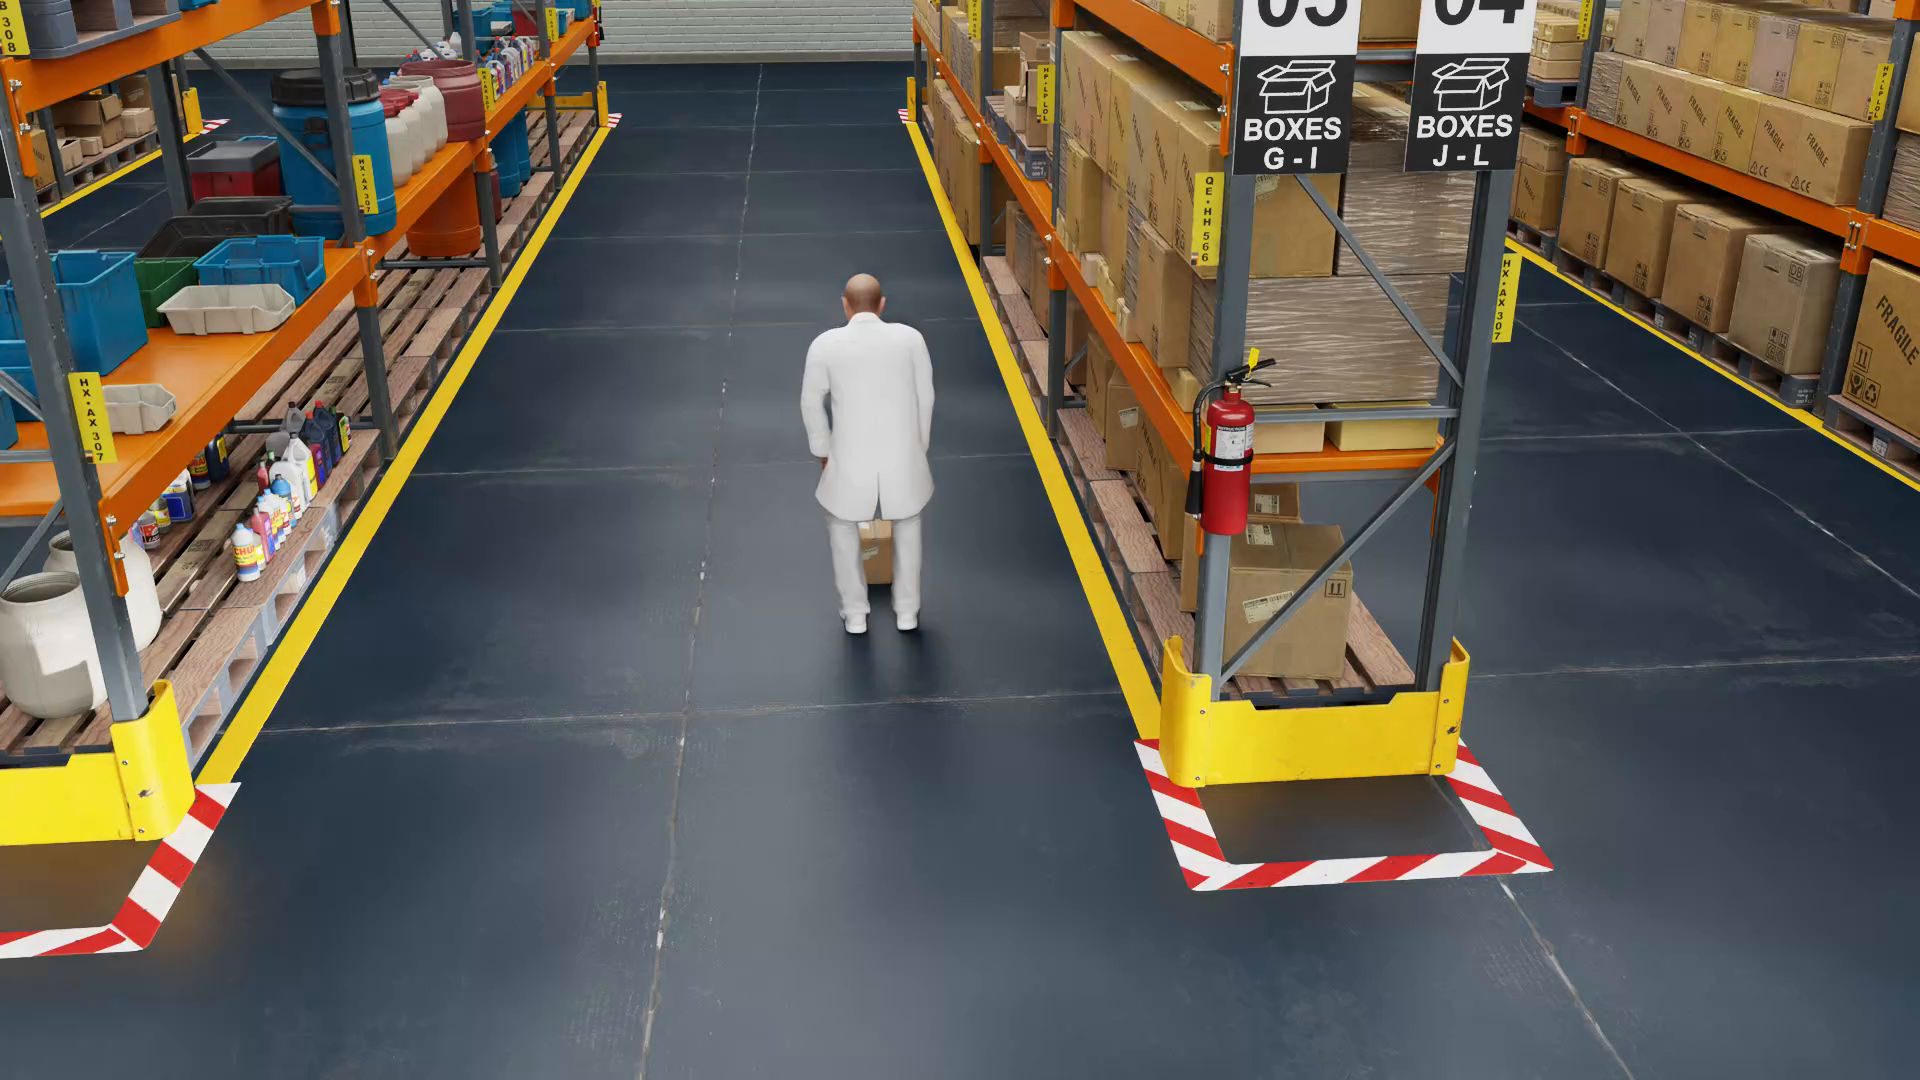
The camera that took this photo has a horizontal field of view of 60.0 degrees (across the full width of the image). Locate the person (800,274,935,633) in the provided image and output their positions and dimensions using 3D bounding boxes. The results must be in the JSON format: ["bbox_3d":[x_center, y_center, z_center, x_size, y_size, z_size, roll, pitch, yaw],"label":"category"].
[{"bbox_3d":[-0.419,-0.377,7.666,0.611,1.648,0.523,-2,23,-4],"label":"person"}]
